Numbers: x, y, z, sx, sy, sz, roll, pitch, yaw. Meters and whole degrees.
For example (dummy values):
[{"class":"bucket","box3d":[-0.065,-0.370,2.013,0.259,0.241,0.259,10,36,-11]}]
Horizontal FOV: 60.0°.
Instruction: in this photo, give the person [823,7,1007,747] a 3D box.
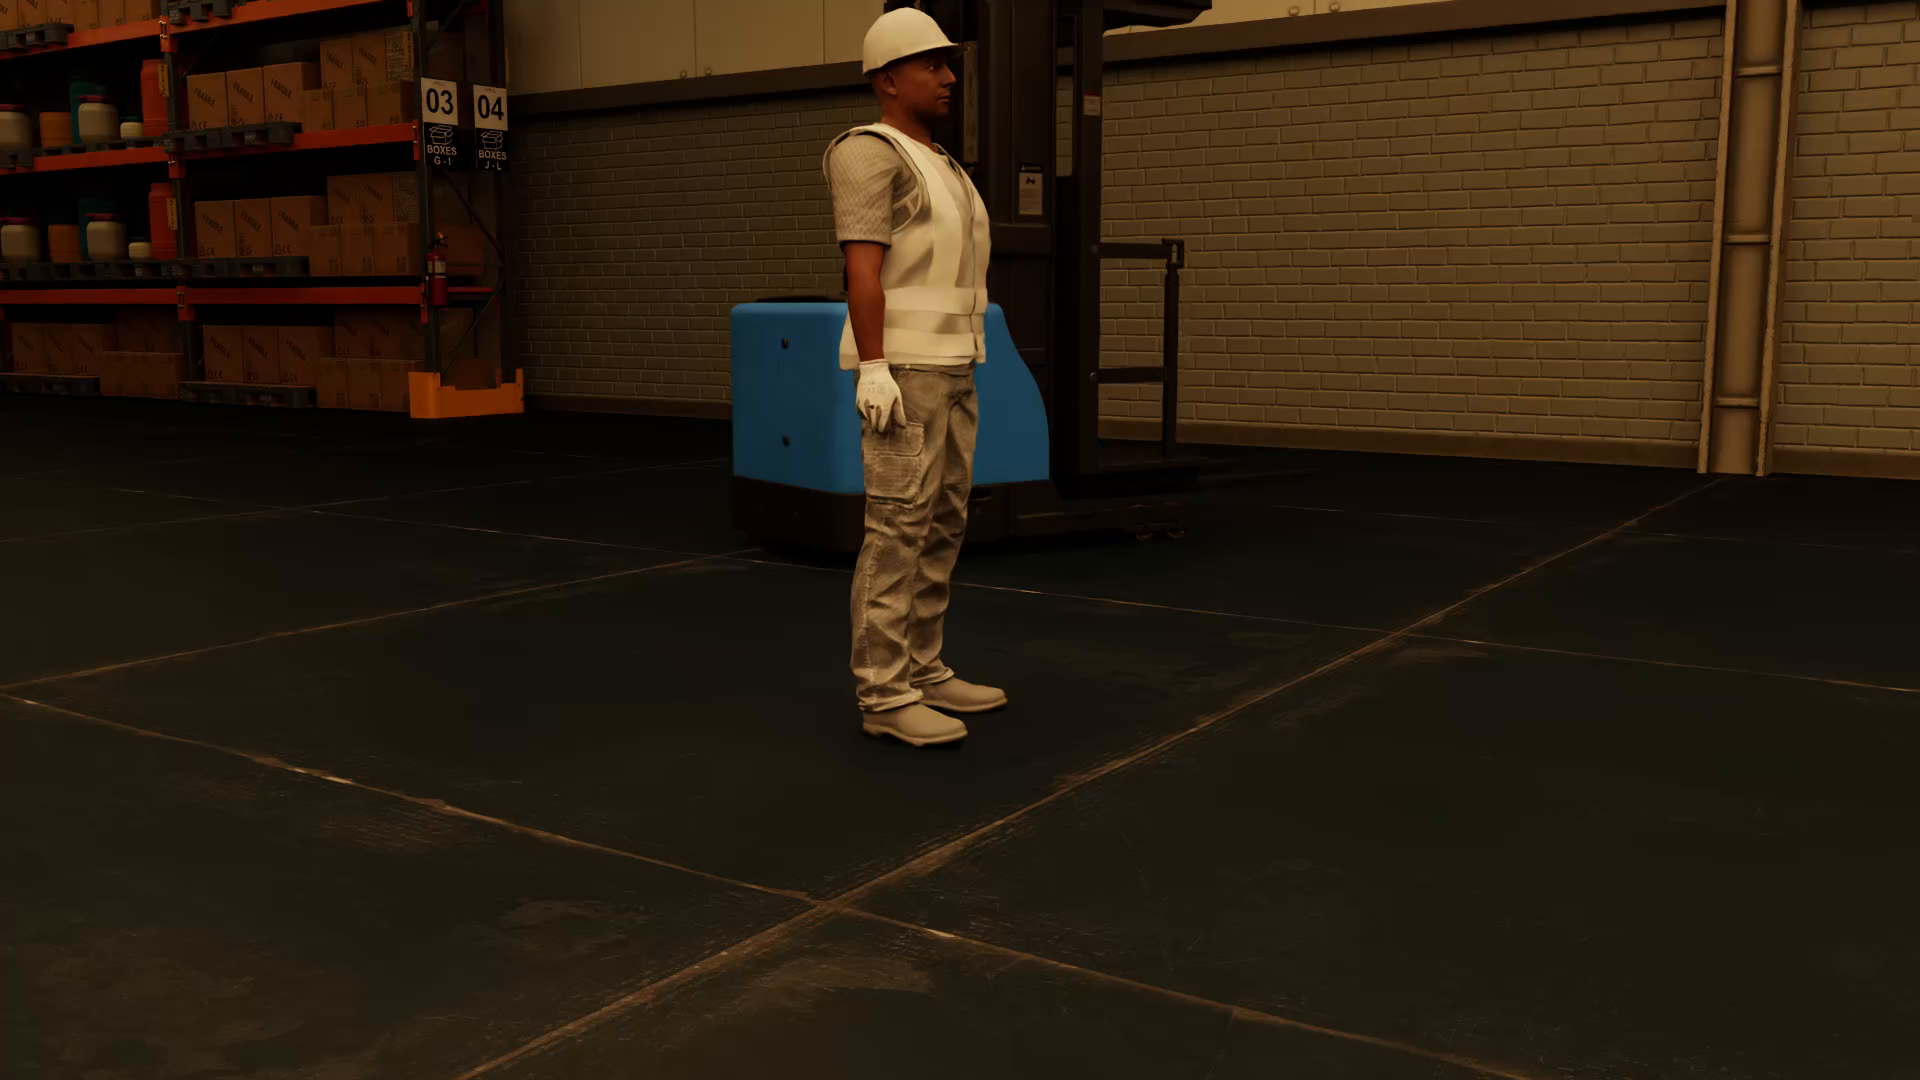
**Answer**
[{"class":"person","box3d":[-0.099,-0.414,4.181,0.377,1.788,0.568,3,8,18]}]

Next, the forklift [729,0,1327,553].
[{"class":"forklift","box3d":[0.462,-1.504,7.769,3.031,2.935,1.130,-6,10,-35]}]
